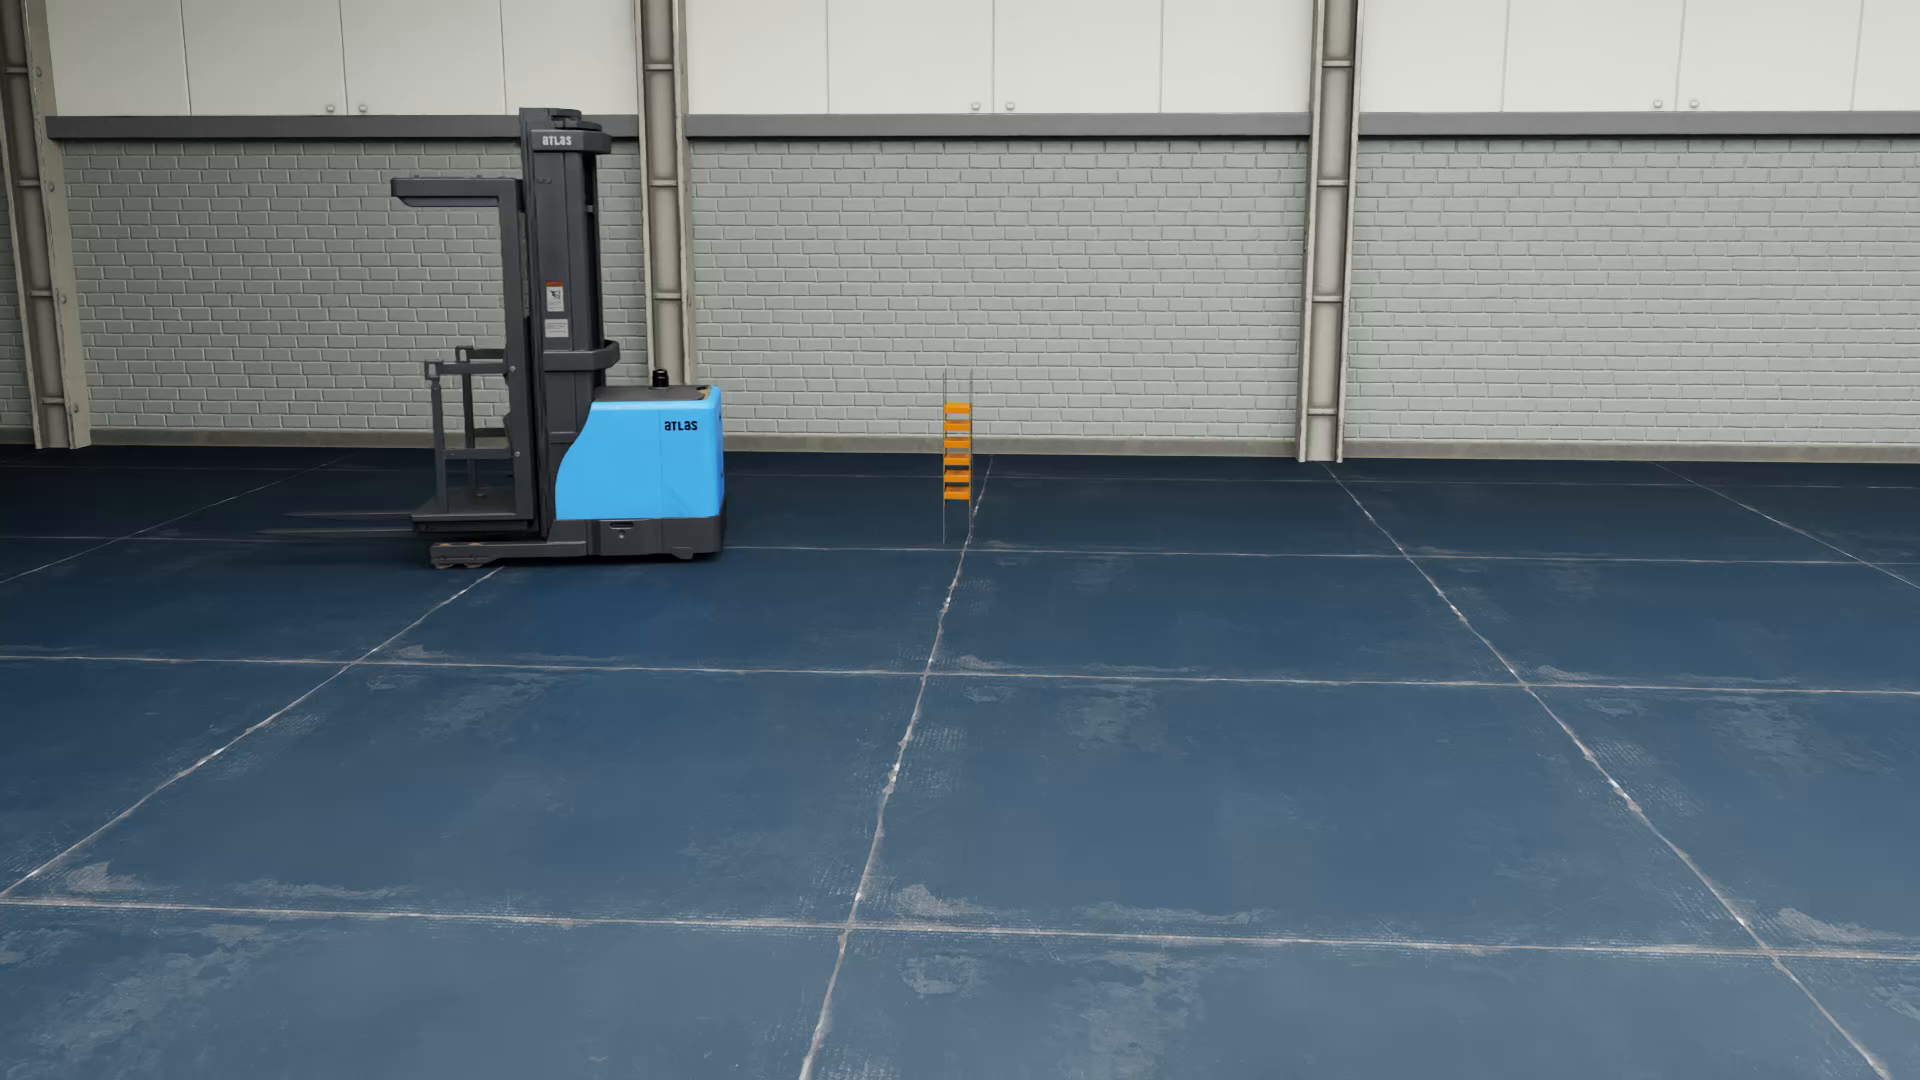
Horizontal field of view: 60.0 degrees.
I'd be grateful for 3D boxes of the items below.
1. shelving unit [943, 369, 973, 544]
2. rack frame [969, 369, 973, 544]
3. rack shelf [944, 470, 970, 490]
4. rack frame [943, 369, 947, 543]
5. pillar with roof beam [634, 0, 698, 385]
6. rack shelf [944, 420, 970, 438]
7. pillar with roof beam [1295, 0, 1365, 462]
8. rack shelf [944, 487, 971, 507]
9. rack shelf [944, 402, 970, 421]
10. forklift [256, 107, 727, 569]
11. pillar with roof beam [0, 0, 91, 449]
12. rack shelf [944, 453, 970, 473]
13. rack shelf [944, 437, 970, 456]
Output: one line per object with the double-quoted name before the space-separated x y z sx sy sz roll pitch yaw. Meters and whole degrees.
"shelving unit" -0.014 -0.587 11.646 0.189 1.200 0.258 1 12 4
"rack frame" 0.077 -0.586 11.640 0.006 1.200 0.240 1 12 4
"rack shelf" -0.014 -0.427 11.680 0.180 0.103 0.258 1 12 4
"rack frame" -0.106 -0.589 11.652 0.006 1.200 0.240 1 12 4
"pillar with roof beam" -2.974 -4.350 10.584 0.400 9.000 9.100 1 12 4
"rack shelf" -0.014 -0.779 11.606 0.180 0.103 0.258 1 12 4
"pillar with roof beam" 3.013 -4.268 10.191 0.400 9.000 9.100 1 12 4
"rack shelf" -0.014 -0.309 11.704 0.180 0.103 0.258 1 12 4
"rack shelf" -0.014 -0.896 11.582 0.180 0.103 0.258 1 12 4
"forklift" -3.142 -1.359 11.108 3.031 2.935 1.130 -1 12 -5
"pillar with roof beam" -8.960 -4.432 10.976 0.400 9.000 9.100 1 12 4
"rack shelf" -0.014 -0.544 11.655 0.180 0.103 0.258 1 12 4
"rack shelf" -0.014 -0.661 11.631 0.180 0.103 0.258 1 12 4
